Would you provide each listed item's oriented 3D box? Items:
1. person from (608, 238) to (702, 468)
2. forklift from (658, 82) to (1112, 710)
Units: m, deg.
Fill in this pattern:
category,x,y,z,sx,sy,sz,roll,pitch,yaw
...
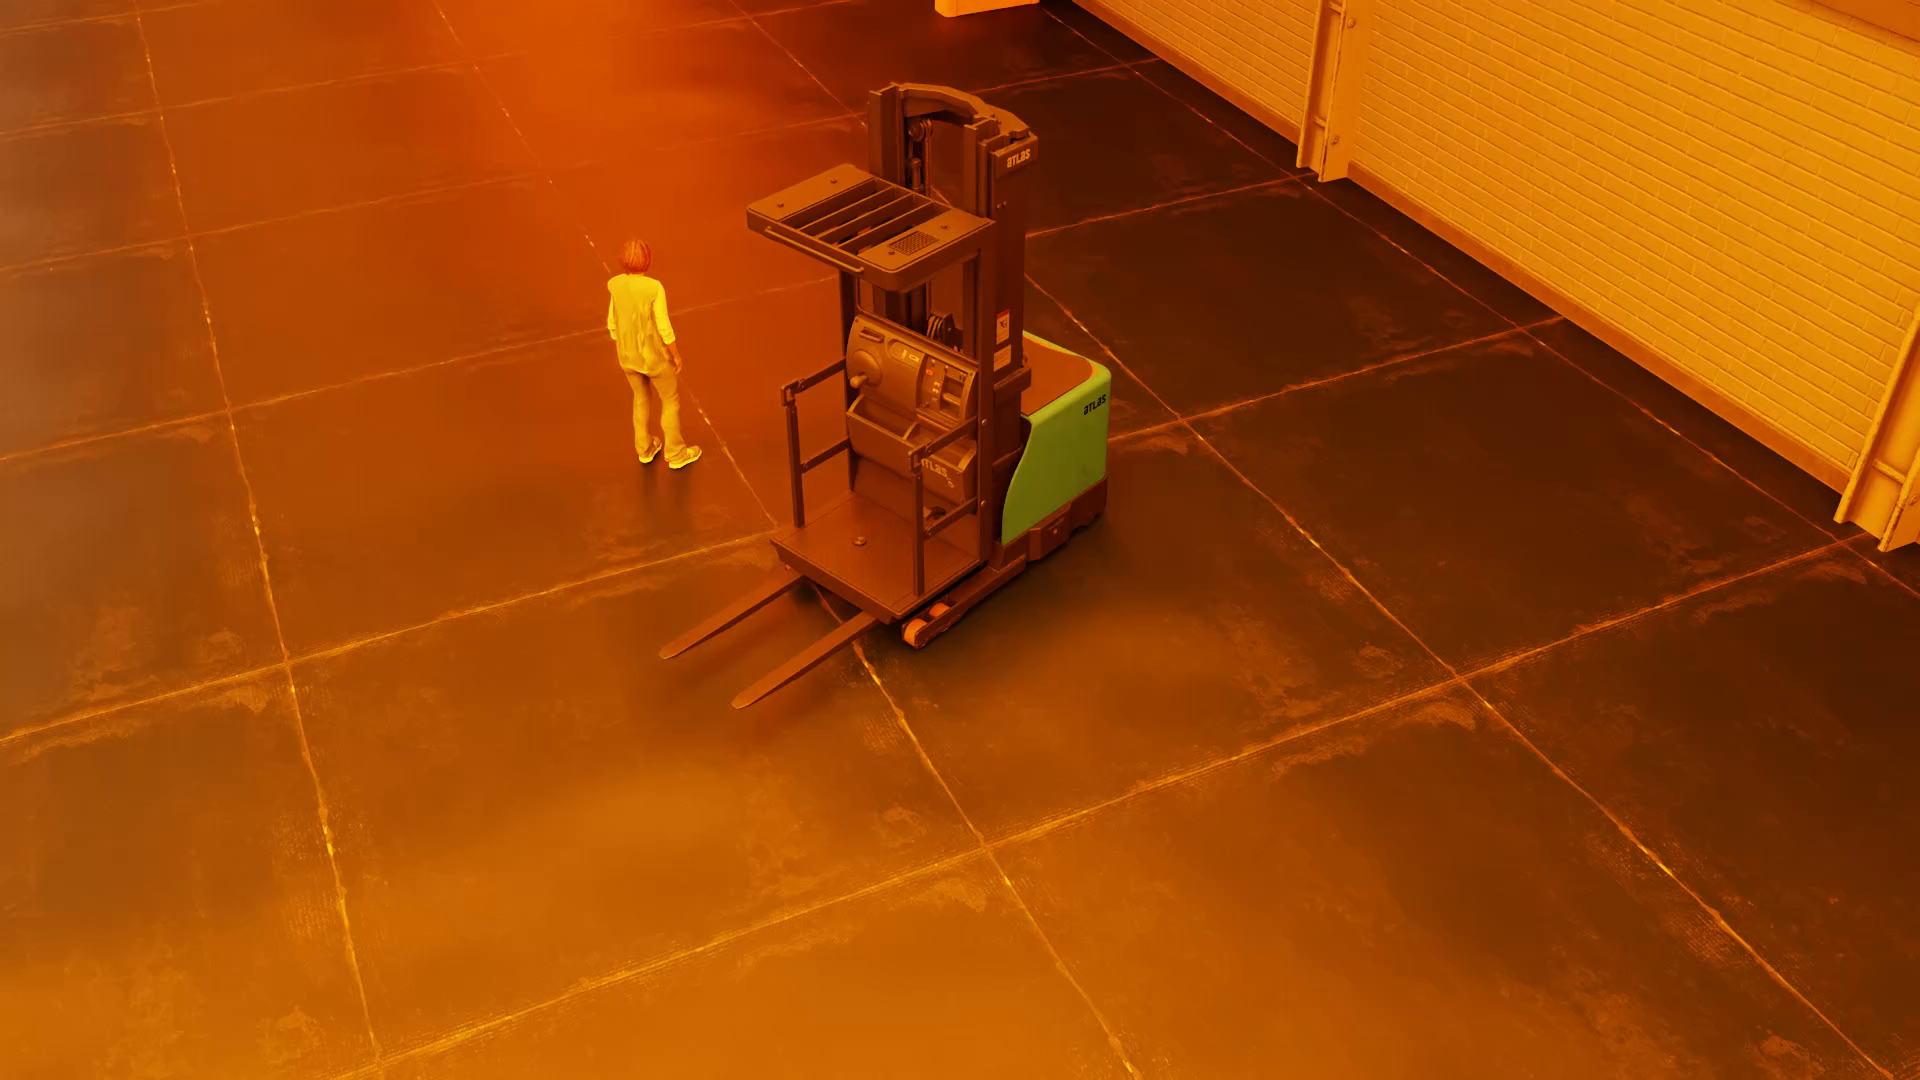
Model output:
category,x,y,z,sx,sy,sz,roll,pitch,yaw
person,-2.020,-1.186,10.758,0.483,1.591,0.347,12,39,16
forklift,-0.423,-0.894,9.248,1.130,2.935,3.031,28,45,32
